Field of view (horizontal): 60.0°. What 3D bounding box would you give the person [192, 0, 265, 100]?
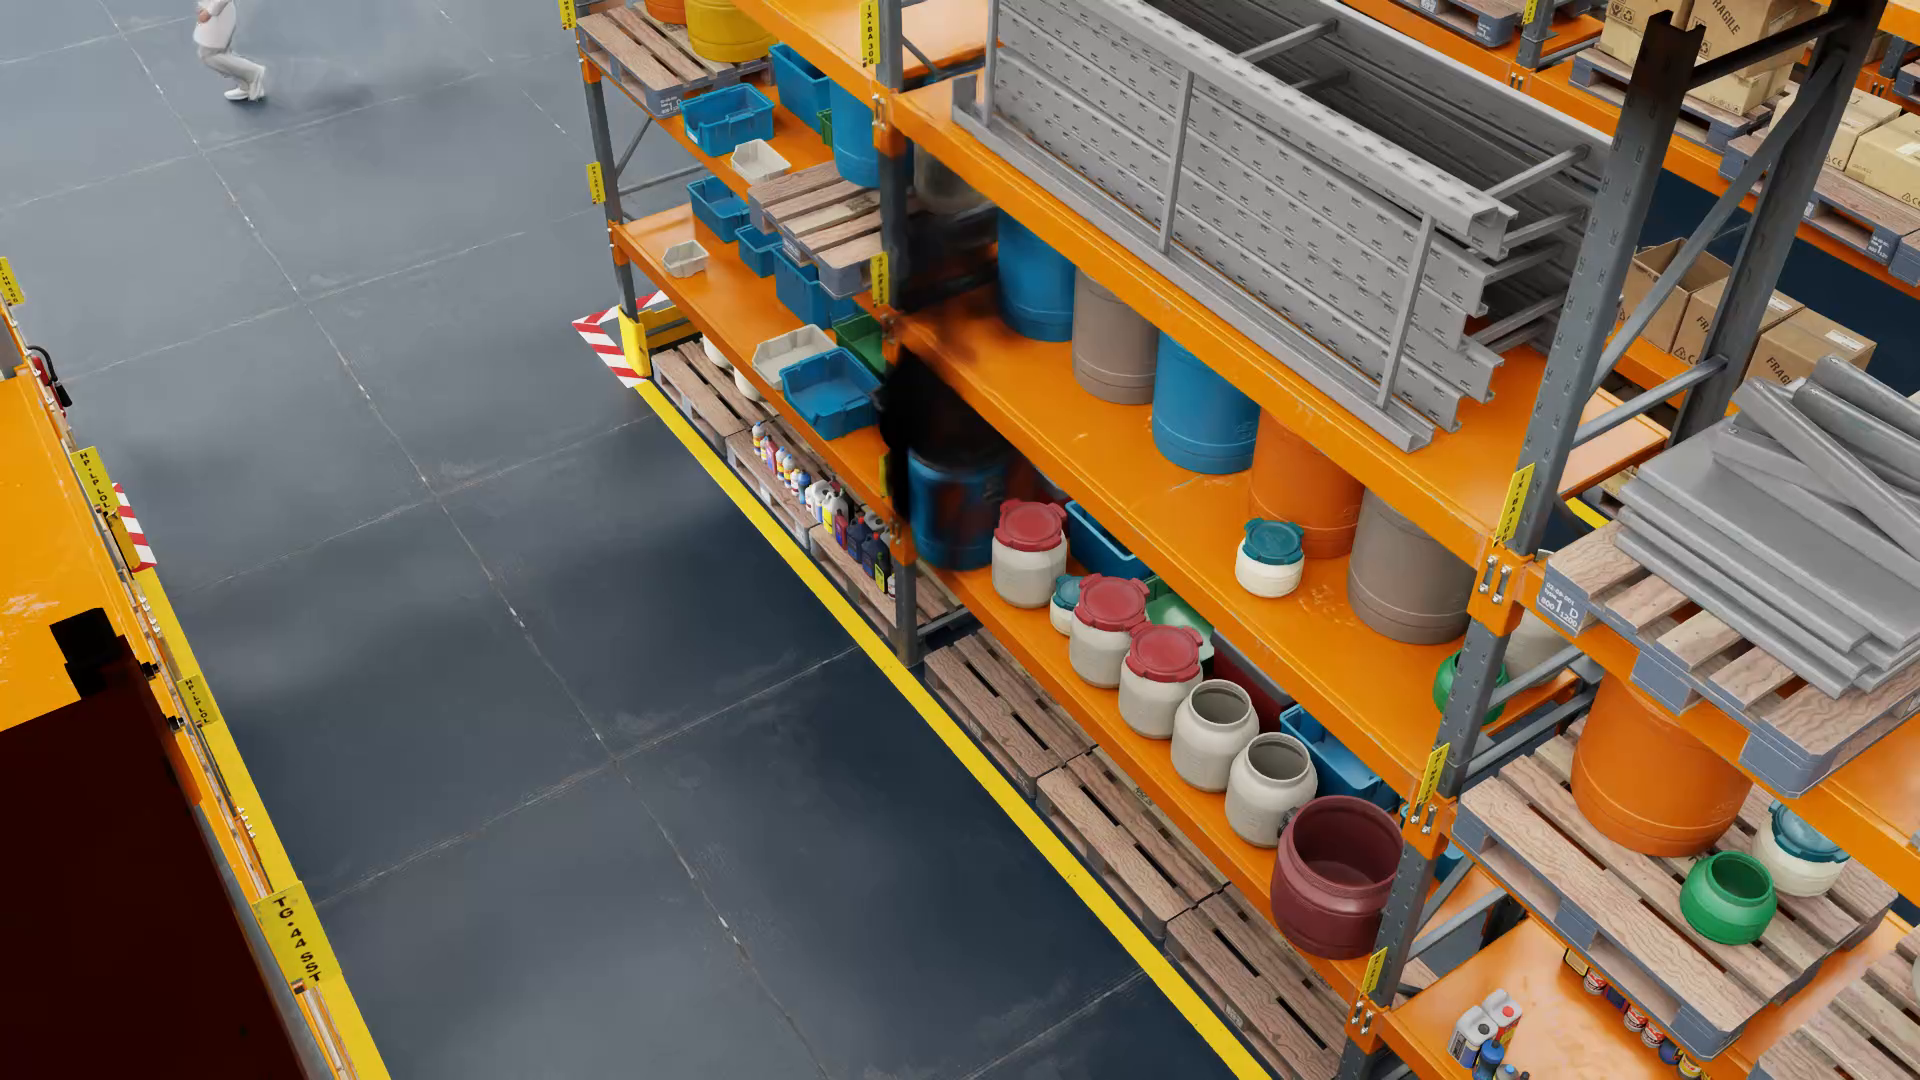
[{"bbox_3d":[-7.142,-5.025,15.933,0.651,1.729,0.703,-9,43,-10],"label":"person"}]
